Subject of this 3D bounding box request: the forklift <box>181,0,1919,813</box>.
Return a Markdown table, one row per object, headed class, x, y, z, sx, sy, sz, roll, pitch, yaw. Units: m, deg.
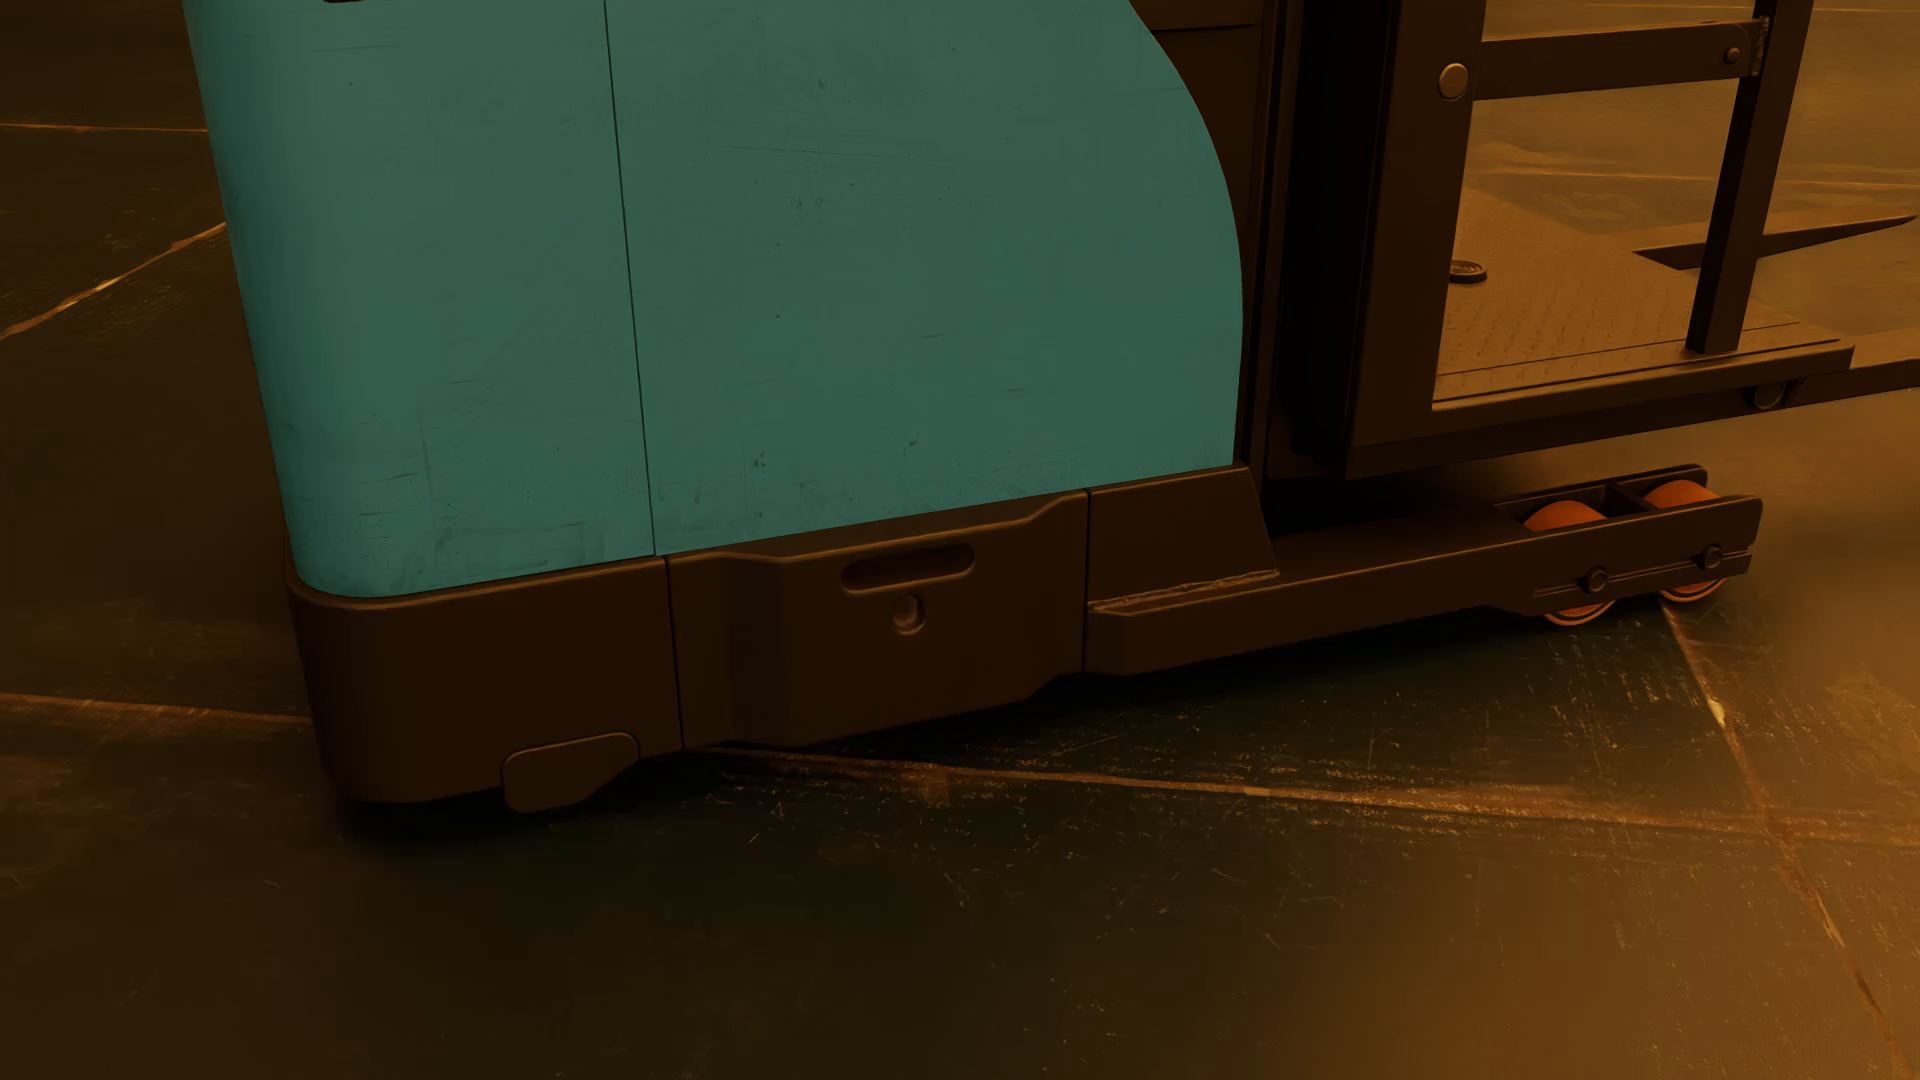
| class | x | y | z | sx | sy | sz | roll | pitch | yaw |
| --- | --- | --- | --- | --- | --- | --- | --- | --- | --- |
| forklift | 0.572 | -1.406 | 2.035 | 3.031 | 2.935 | 1.130 | -9 | 28 | -18 |
